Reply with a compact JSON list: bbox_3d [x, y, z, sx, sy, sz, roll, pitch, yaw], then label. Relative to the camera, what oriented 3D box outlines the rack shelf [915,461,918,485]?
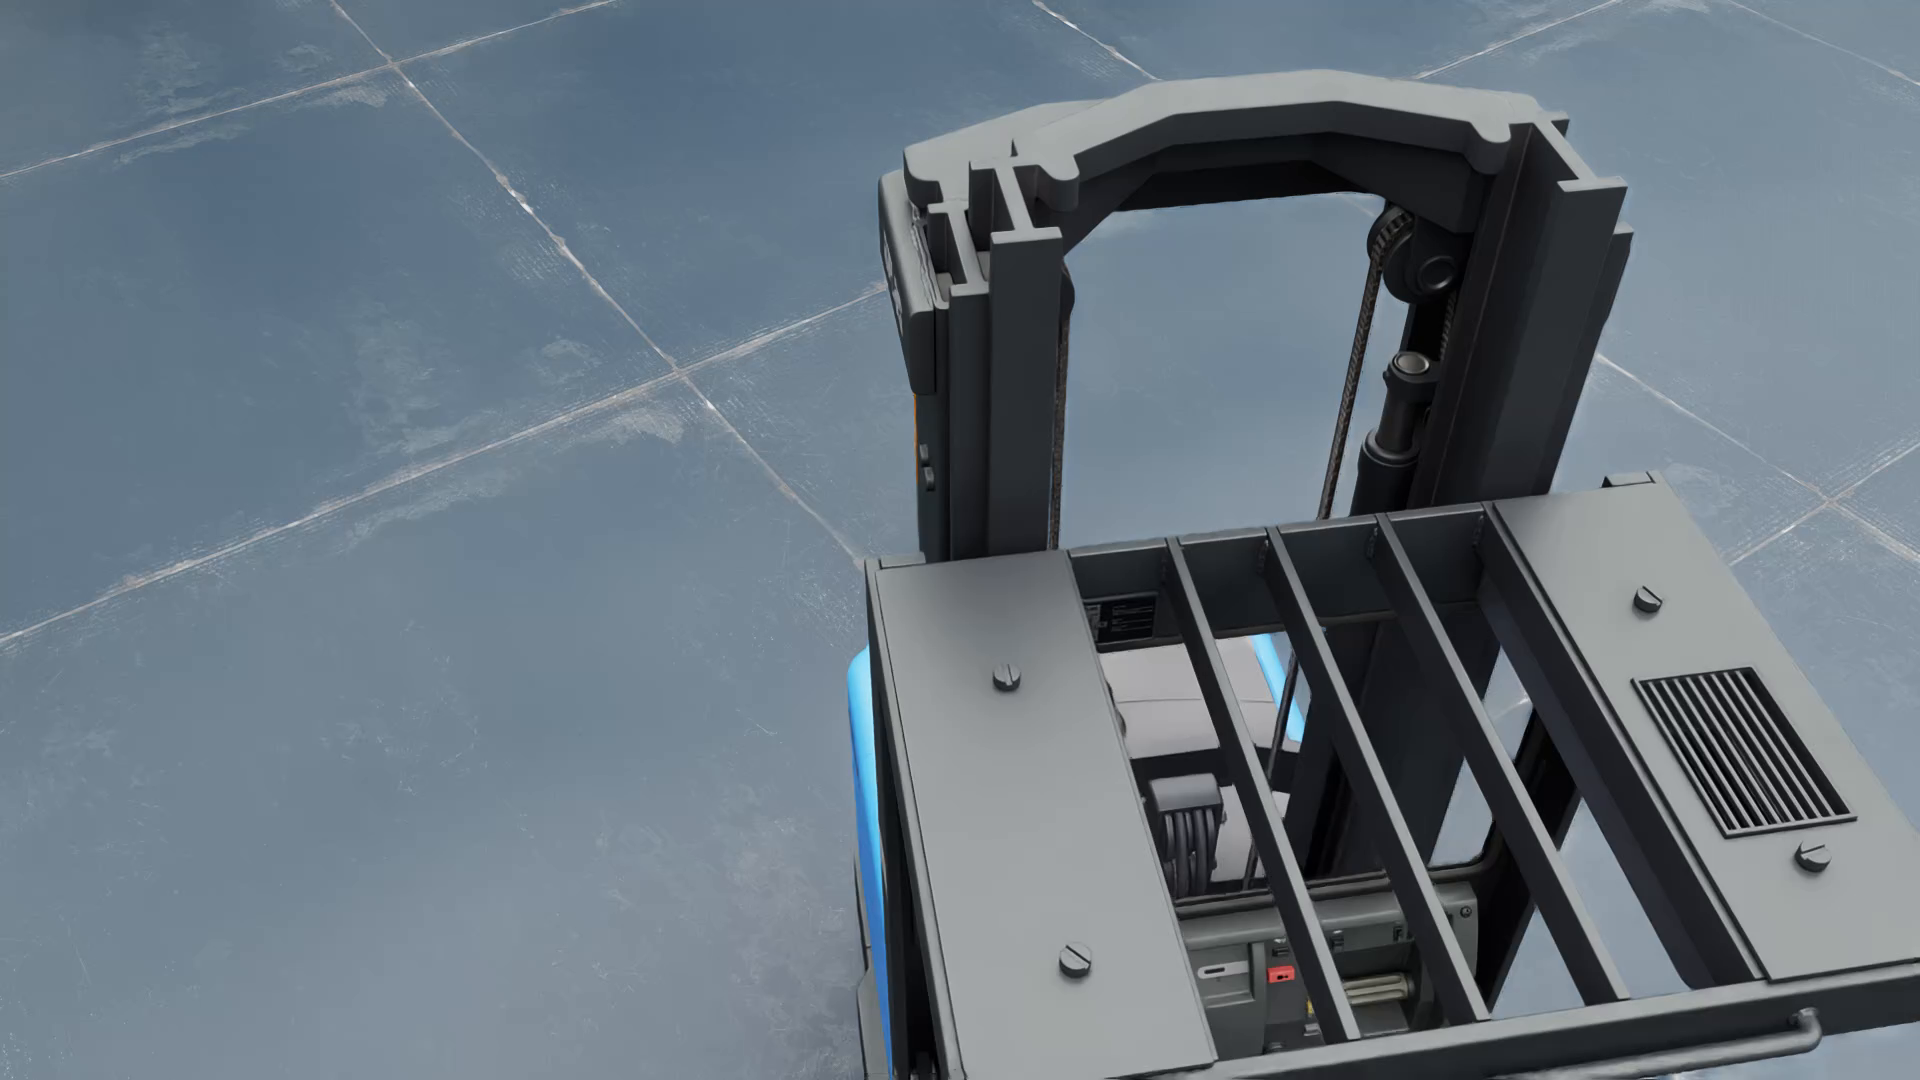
[{"bbox_3d":[0.008,-0.220,5.524,0.258,0.103,0.180,-26,49,-24],"label":"rack shelf"}]

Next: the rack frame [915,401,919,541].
[{"bbox_3d":[-0.044,-0.478,5.381,0.240,1.200,0.006,-26,49,-24],"label":"rack frame"}]

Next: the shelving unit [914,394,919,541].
[{"bbox_3d":[0.008,-0.426,5.327,0.258,1.200,0.189,-26,49,-24],"label":"shelving unit"}]

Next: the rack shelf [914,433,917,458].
[{"bbox_3d":[0.008,-0.307,5.441,0.258,0.103,0.180,-26,49,-24],"label":"rack shelf"}]

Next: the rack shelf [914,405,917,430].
[{"bbox_3d":[0.008,-0.394,5.358,0.258,0.103,0.180,-26,49,-24],"label":"rack shelf"}]

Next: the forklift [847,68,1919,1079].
[{"bbox_3d":[0.461,0.915,2.669,1.130,2.935,3.031,-6,44,-7],"label":"forklift"}]
